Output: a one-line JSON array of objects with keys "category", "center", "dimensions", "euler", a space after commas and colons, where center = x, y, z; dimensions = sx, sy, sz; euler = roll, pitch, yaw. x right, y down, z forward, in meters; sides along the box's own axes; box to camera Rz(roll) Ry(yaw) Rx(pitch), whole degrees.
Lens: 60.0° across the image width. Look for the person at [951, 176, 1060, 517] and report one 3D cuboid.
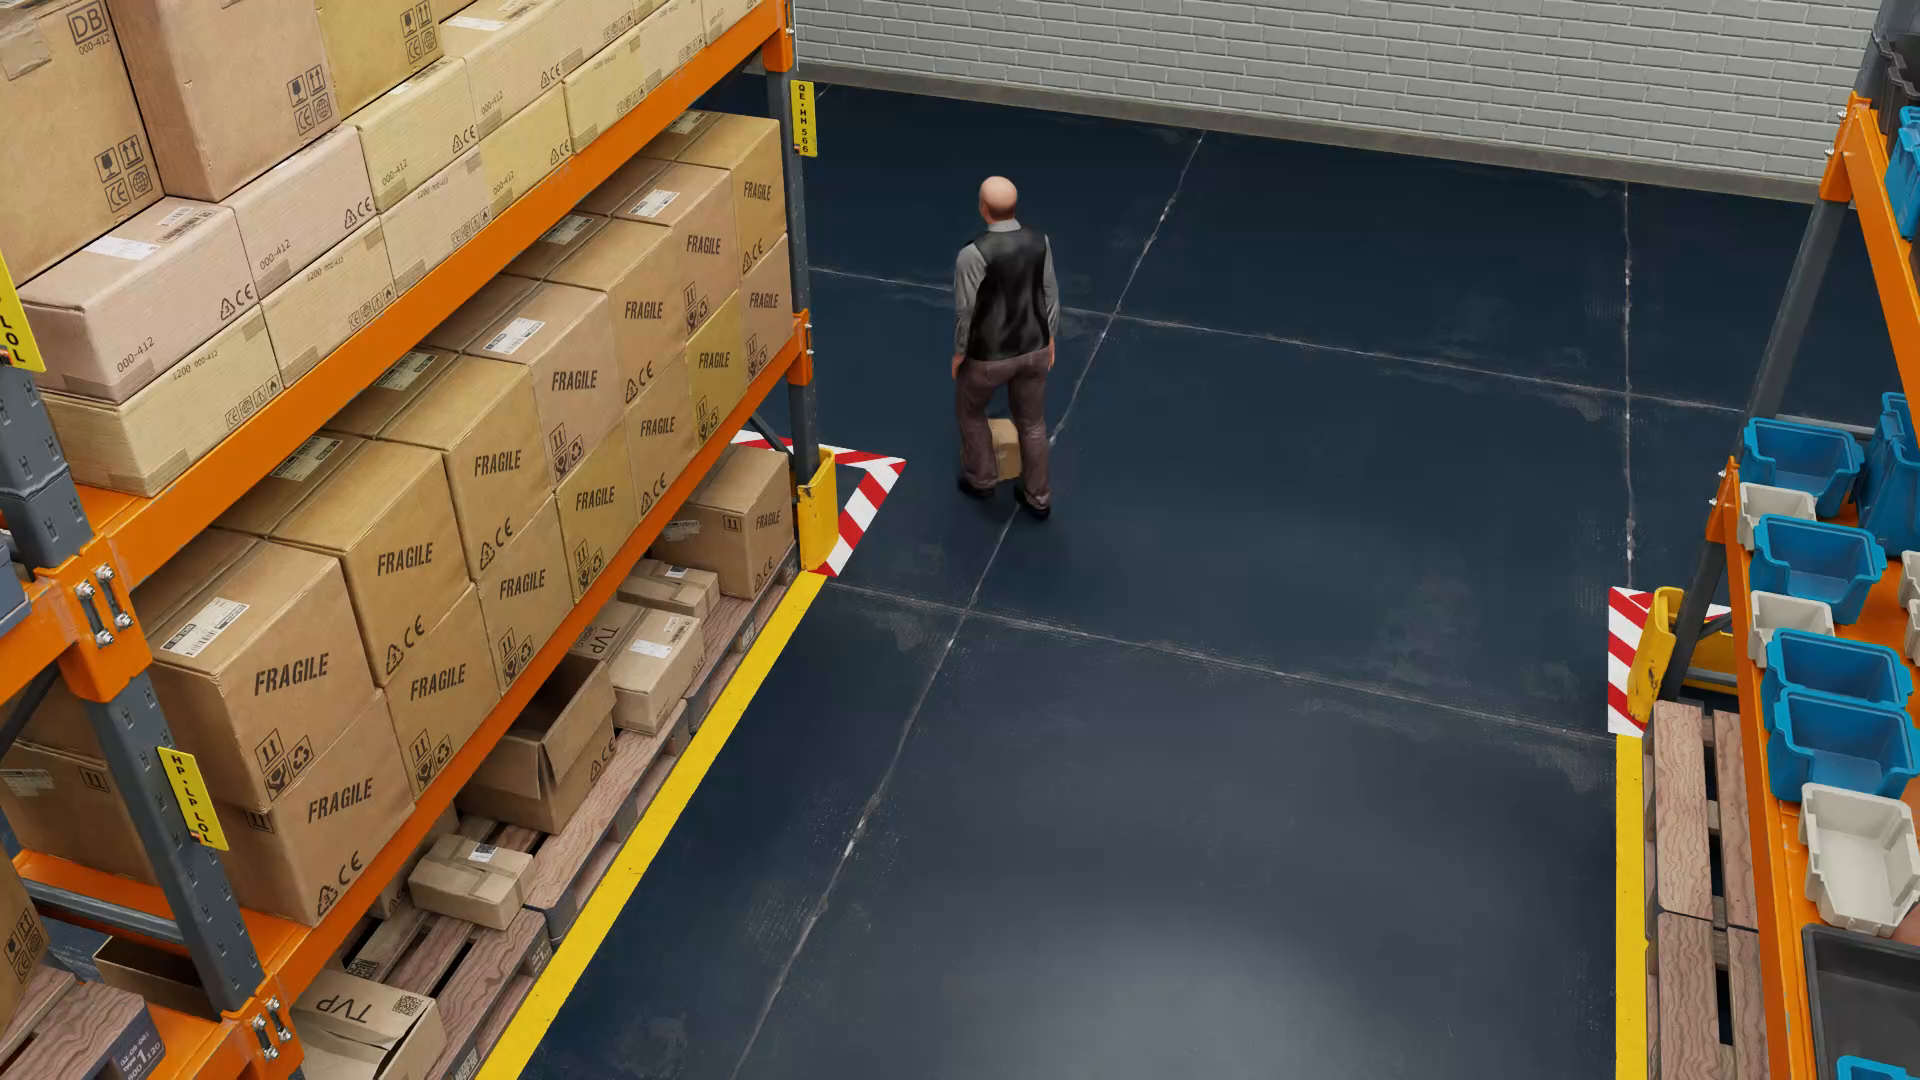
[{"category": "person", "center": [0.249, -0.895, 8.131], "dimensions": [0.585, 1.733, 0.596], "euler": [-18, 41, -23]}]
